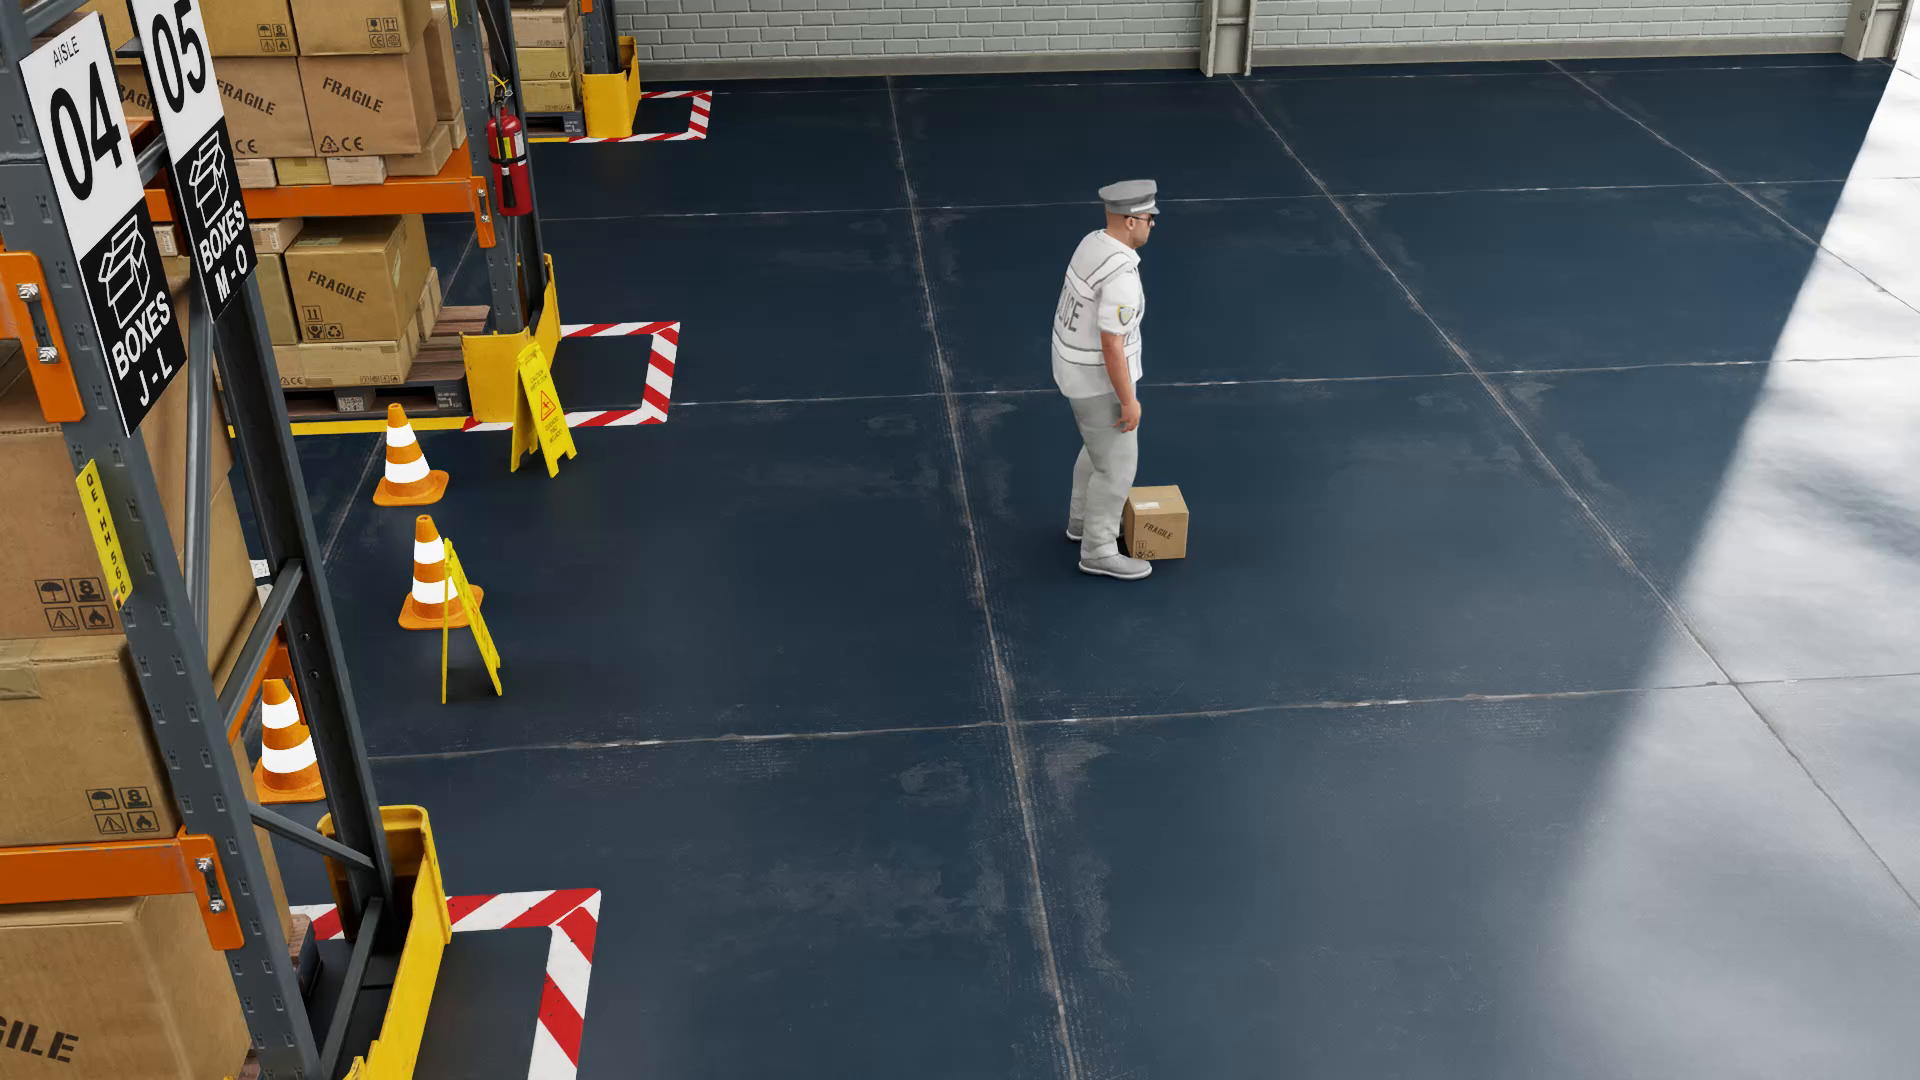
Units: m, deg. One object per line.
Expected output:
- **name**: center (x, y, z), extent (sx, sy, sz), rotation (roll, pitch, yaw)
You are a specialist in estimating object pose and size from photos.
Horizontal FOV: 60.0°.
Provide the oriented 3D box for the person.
- **person**: center (0.630, -0.711, 7.310), extent (0.431, 1.750, 0.606), rotation (-4, 31, -7)
